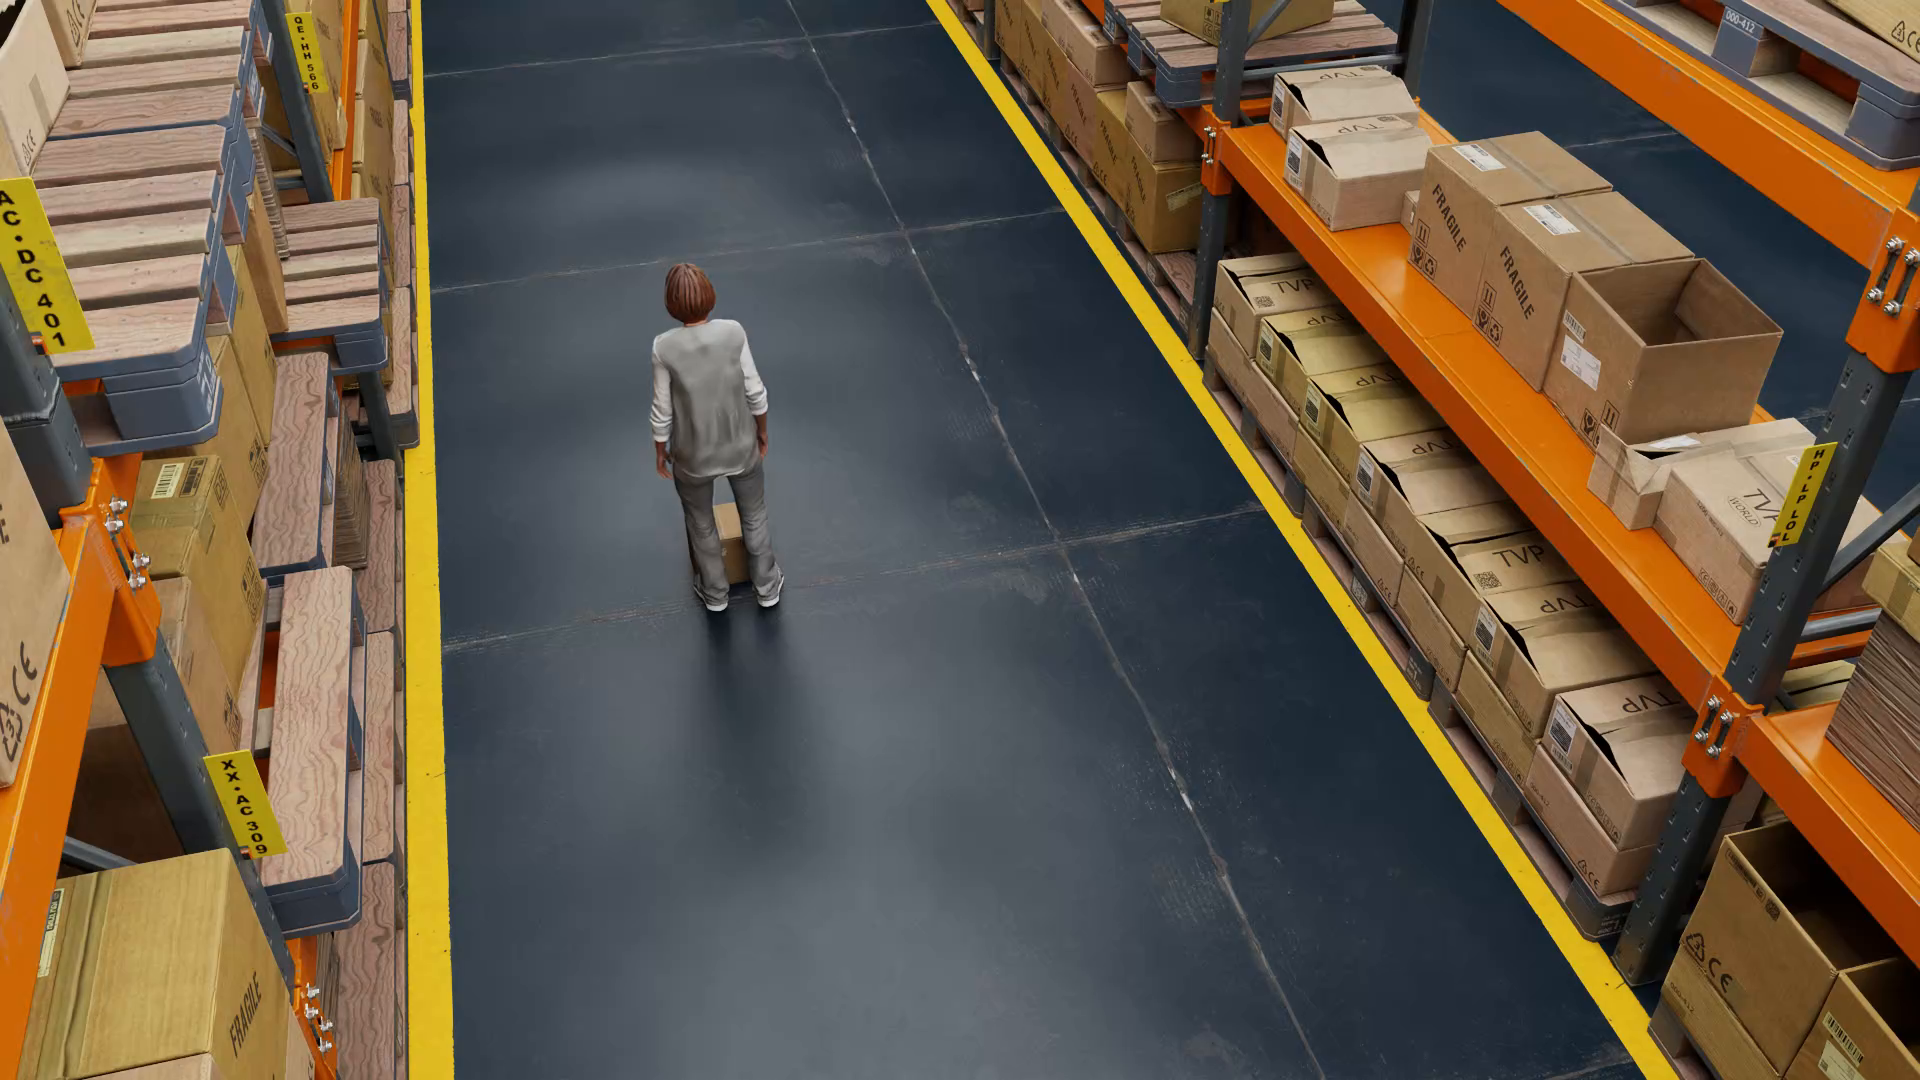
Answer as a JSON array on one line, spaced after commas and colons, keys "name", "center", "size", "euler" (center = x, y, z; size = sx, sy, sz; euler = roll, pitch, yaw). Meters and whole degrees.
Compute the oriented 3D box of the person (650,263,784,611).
[{"name": "person", "center": [-0.979, -0.369, 6.622], "size": [0.485, 1.593, 0.374], "euler": [-12, 40, -14]}]
